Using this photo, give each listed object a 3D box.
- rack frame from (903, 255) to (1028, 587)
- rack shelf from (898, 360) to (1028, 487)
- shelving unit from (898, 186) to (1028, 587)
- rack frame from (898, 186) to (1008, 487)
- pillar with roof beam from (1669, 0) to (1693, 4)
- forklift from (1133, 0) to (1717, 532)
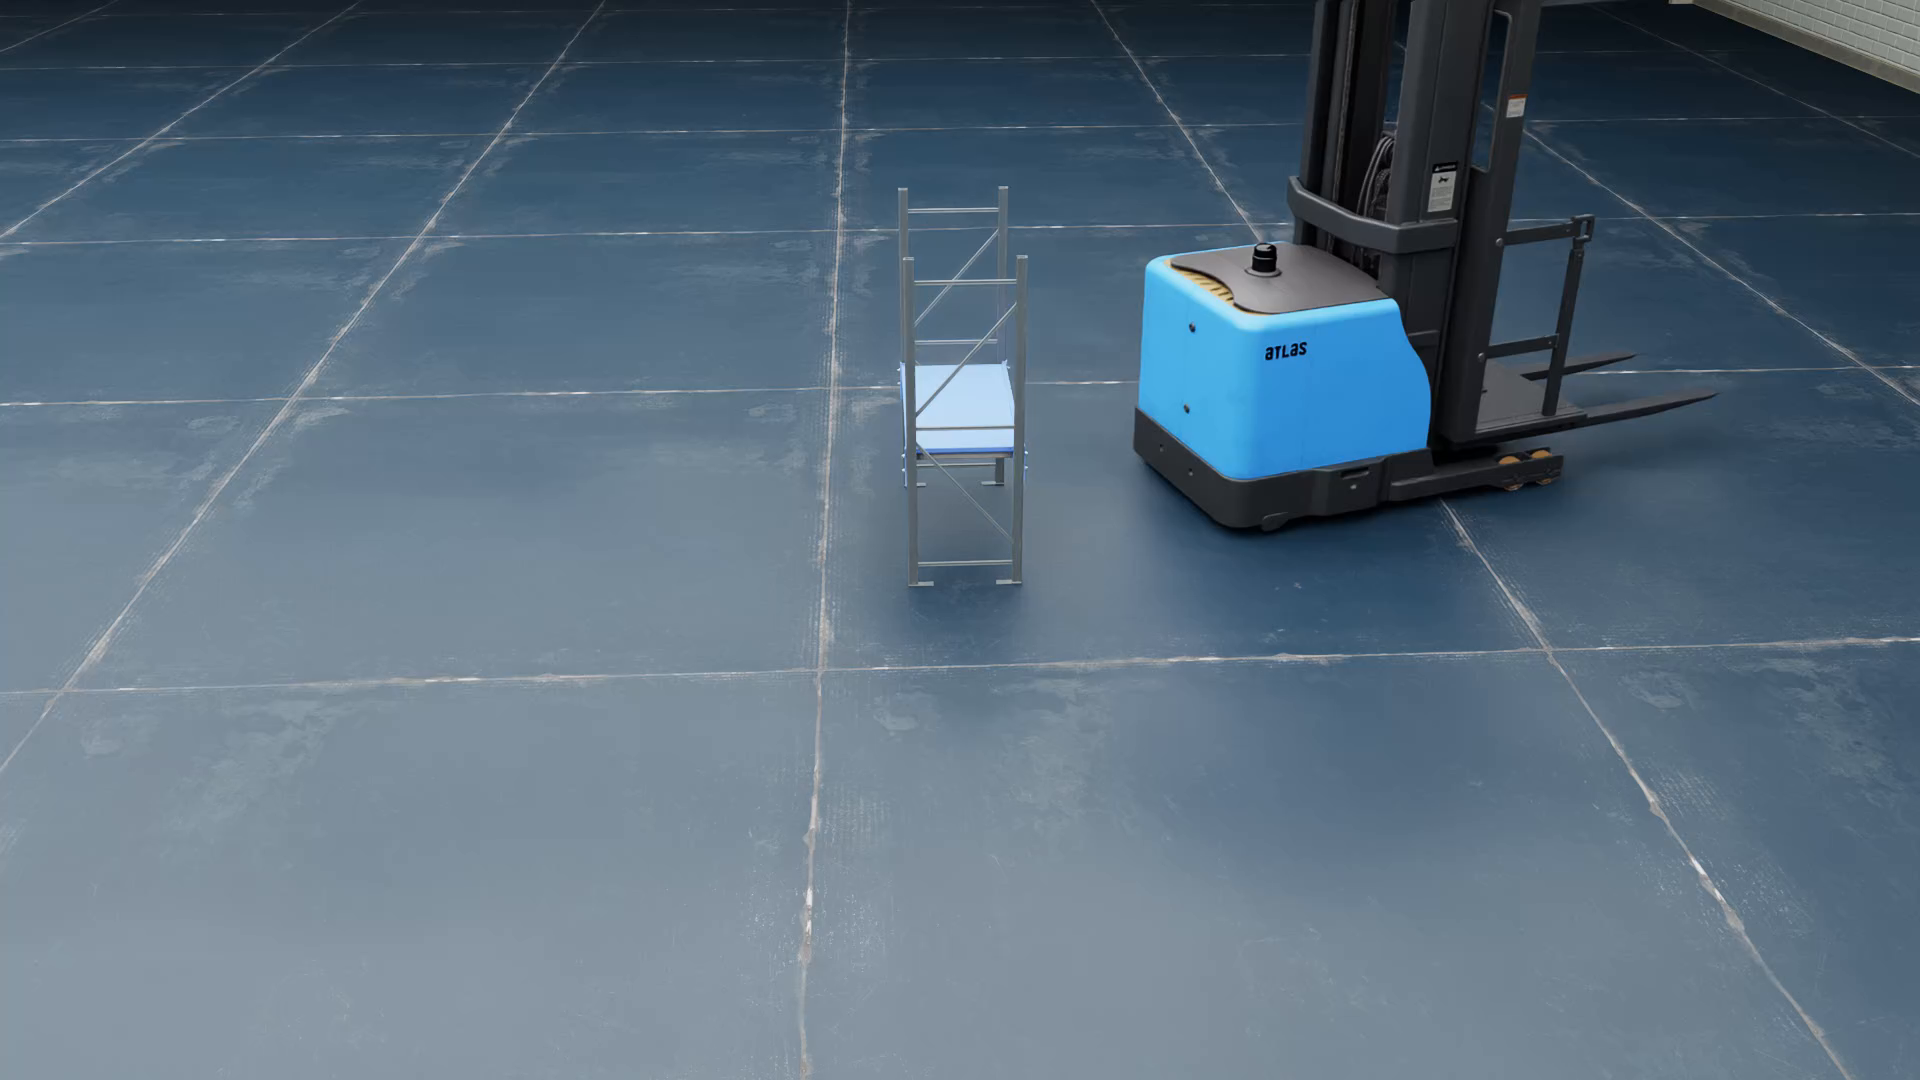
[{"bbox_3d":[0.022,-0.470,7.029,0.500,1.500,0.032,-1,28,-3],"label":"rack frame"},{"bbox_3d":[-0.004,-0.545,7.562,0.538,0.185,1.000,-1,28,-3],"label":"rack shelf"},{"bbox_3d":[-0.004,-0.704,7.479,0.538,1.500,1.048,-1,28,-3],"label":"shelving unit"},{"bbox_3d":[-0.031,-0.939,7.929,0.500,1.500,0.032,-1,28,-3],"label":"rack frame"},{"bbox_3d":[4.520,-10.532,18.211,9.100,9.000,0.400,-1,28,-3],"label":"pillar with roof beam"},{"bbox_3d":[2.454,-1.759,7.953,3.031,2.935,1.130,-10,29,-19],"label":"forklift"}]
